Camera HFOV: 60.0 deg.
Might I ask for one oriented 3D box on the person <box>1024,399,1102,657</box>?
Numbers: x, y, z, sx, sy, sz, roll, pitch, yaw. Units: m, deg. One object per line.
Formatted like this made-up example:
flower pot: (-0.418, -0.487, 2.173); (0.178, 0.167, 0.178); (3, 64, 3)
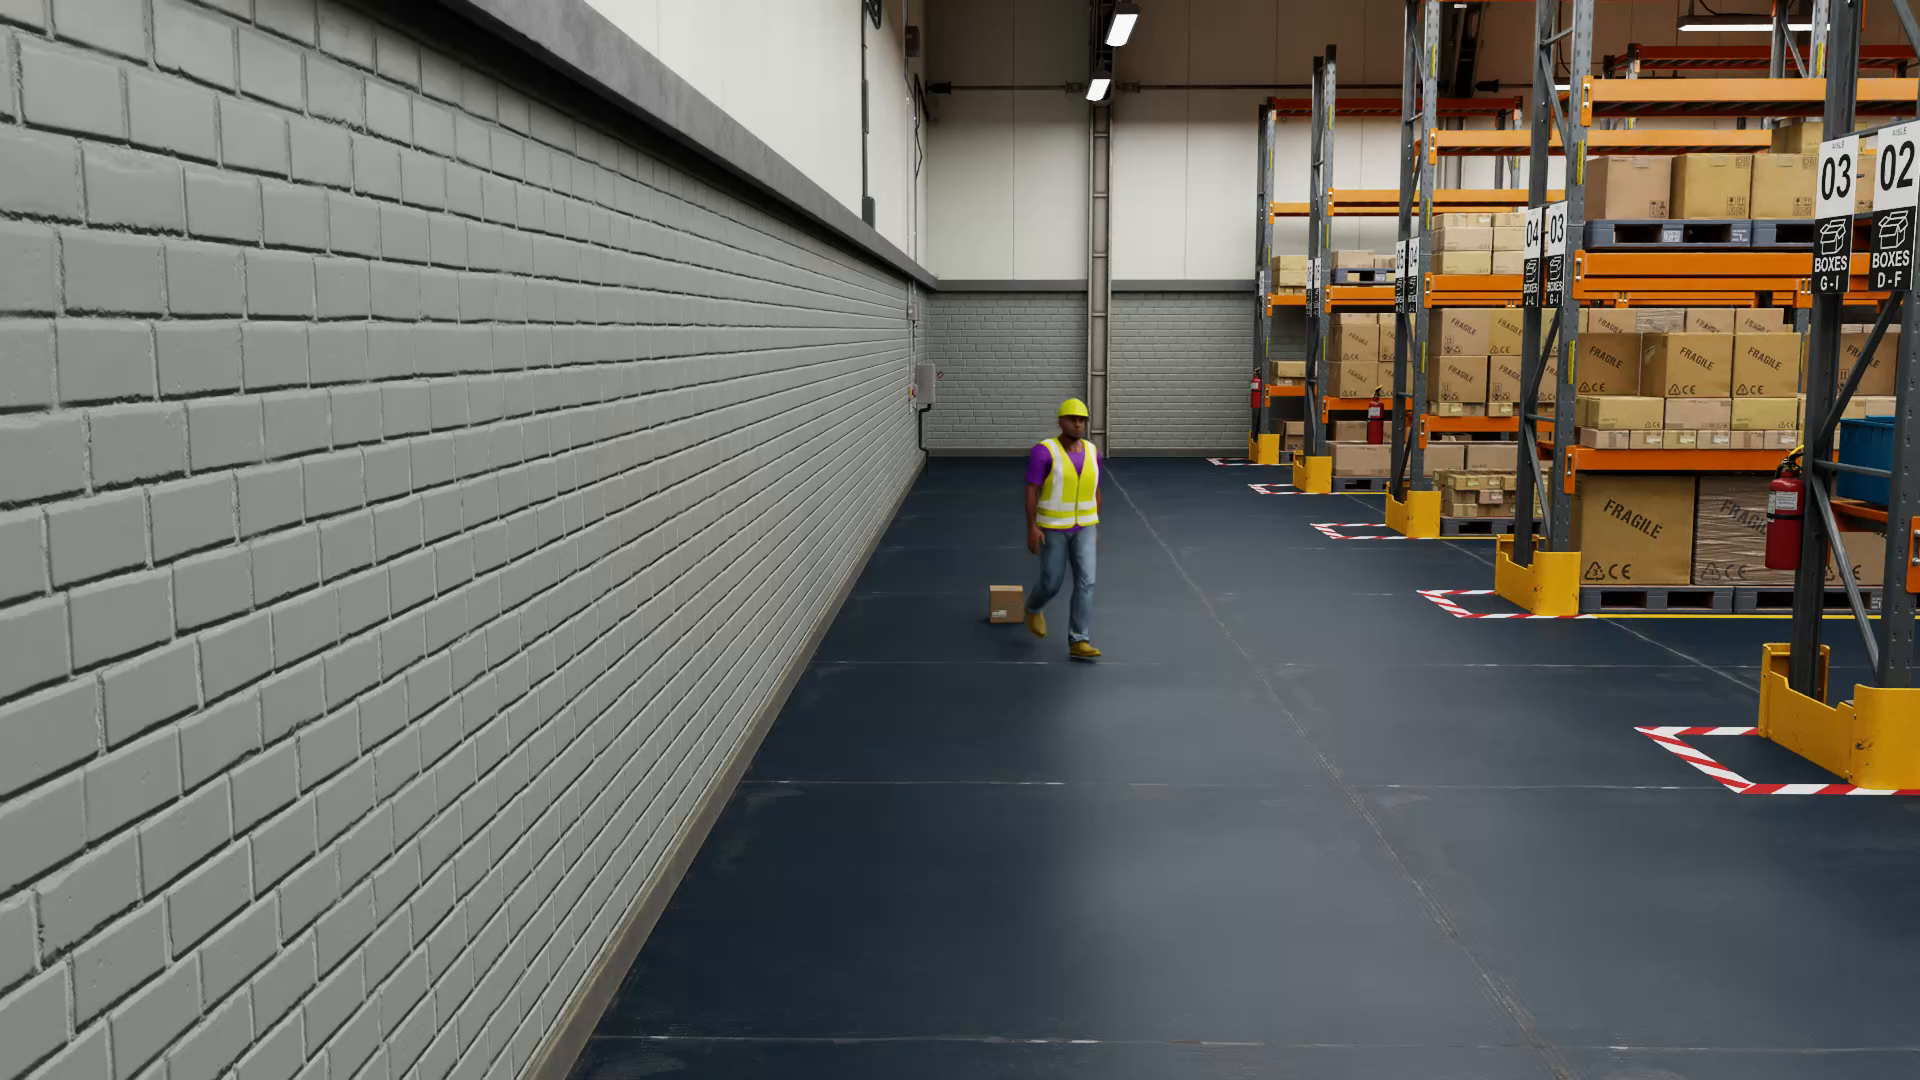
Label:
person: (0.693, -0.097, 11.384); (0.583, 1.744, 0.850); (-3, 8, -20)
